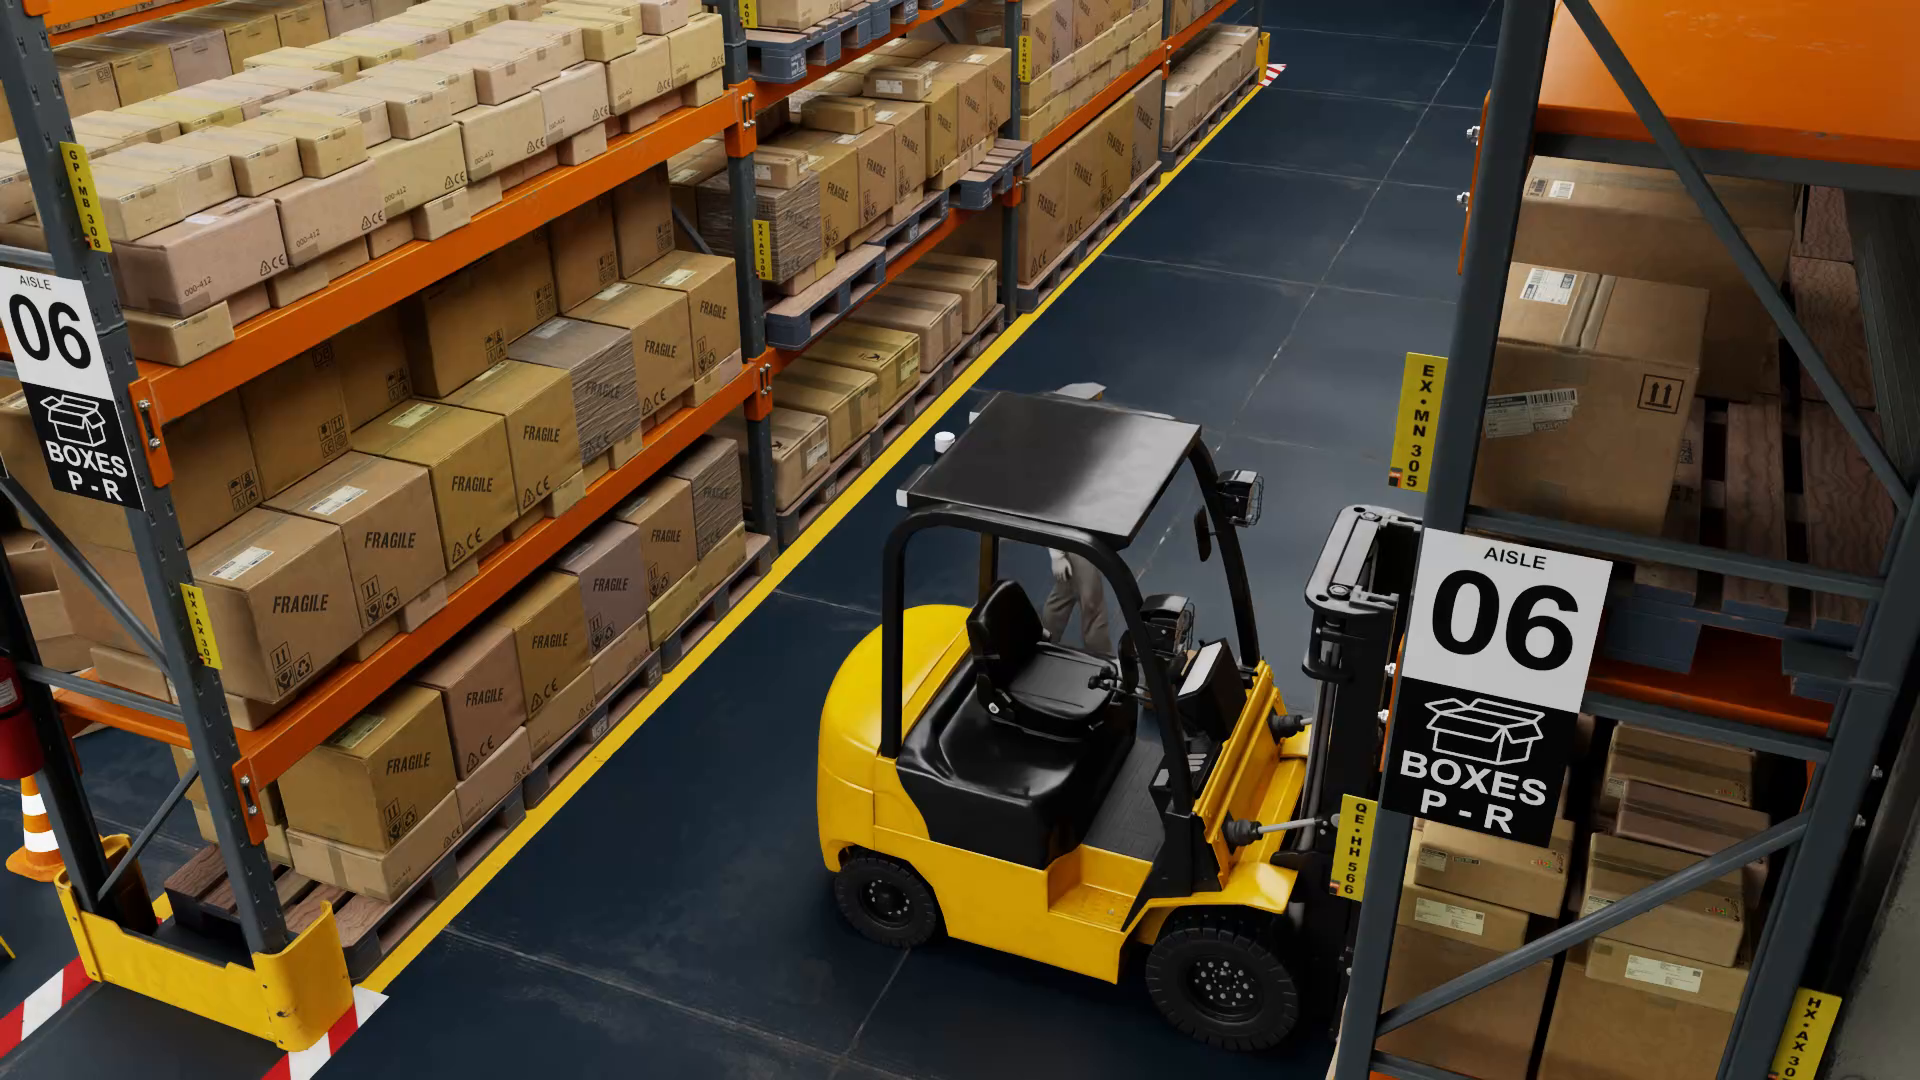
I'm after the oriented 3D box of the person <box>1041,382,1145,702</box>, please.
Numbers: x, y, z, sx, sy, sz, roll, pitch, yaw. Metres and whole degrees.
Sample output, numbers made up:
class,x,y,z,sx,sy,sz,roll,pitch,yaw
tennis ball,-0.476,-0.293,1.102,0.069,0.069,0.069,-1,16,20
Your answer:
class,x,y,z,sx,sy,sz,roll,pitch,yaw
person,0.706,0.006,8.352,0.680,1.664,0.507,11,31,18
